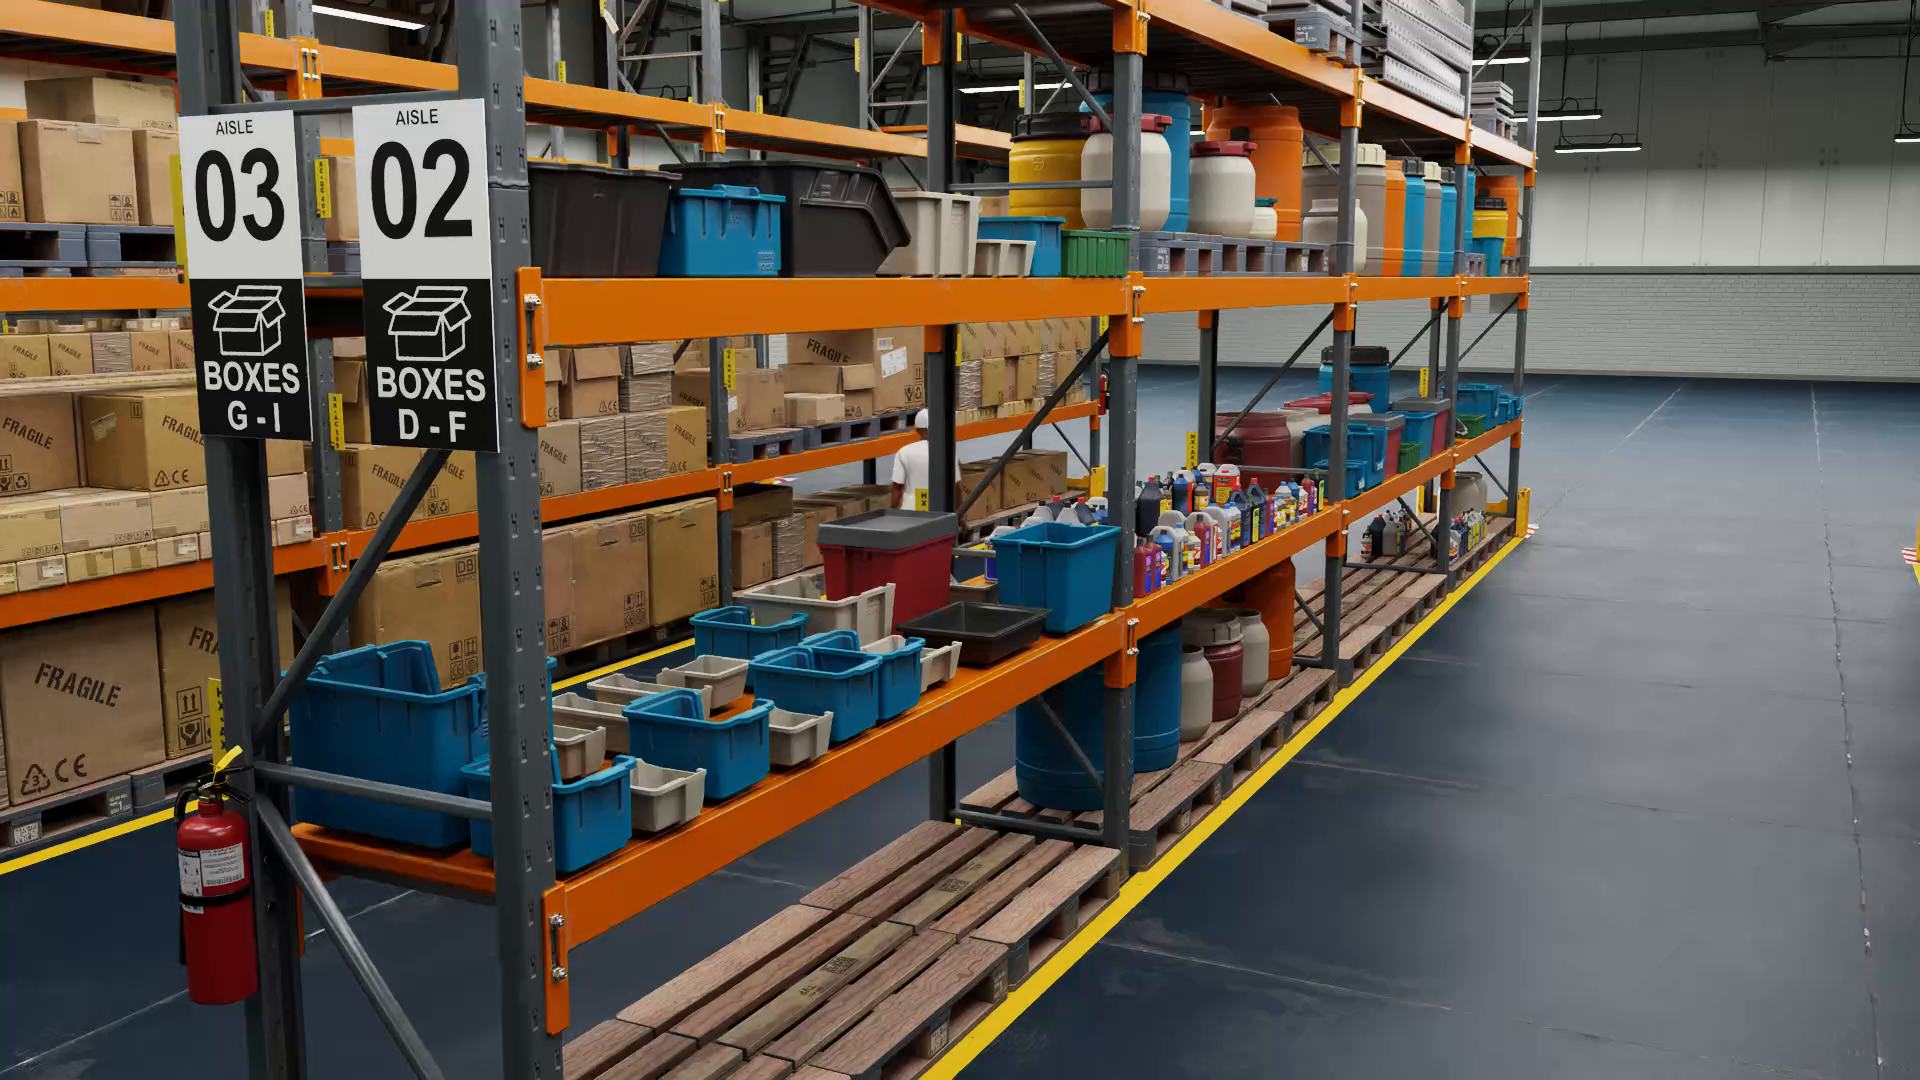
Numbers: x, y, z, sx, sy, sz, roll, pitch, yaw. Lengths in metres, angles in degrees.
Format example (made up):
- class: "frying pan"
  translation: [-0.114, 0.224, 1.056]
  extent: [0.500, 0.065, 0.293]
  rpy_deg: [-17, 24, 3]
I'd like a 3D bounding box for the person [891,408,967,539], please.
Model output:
- class: "person"
  translation: [-0.274, -0.181, 13.360]
  extent: [0.611, 1.746, 0.721]
  rpy_deg: [4, 10, 25]
